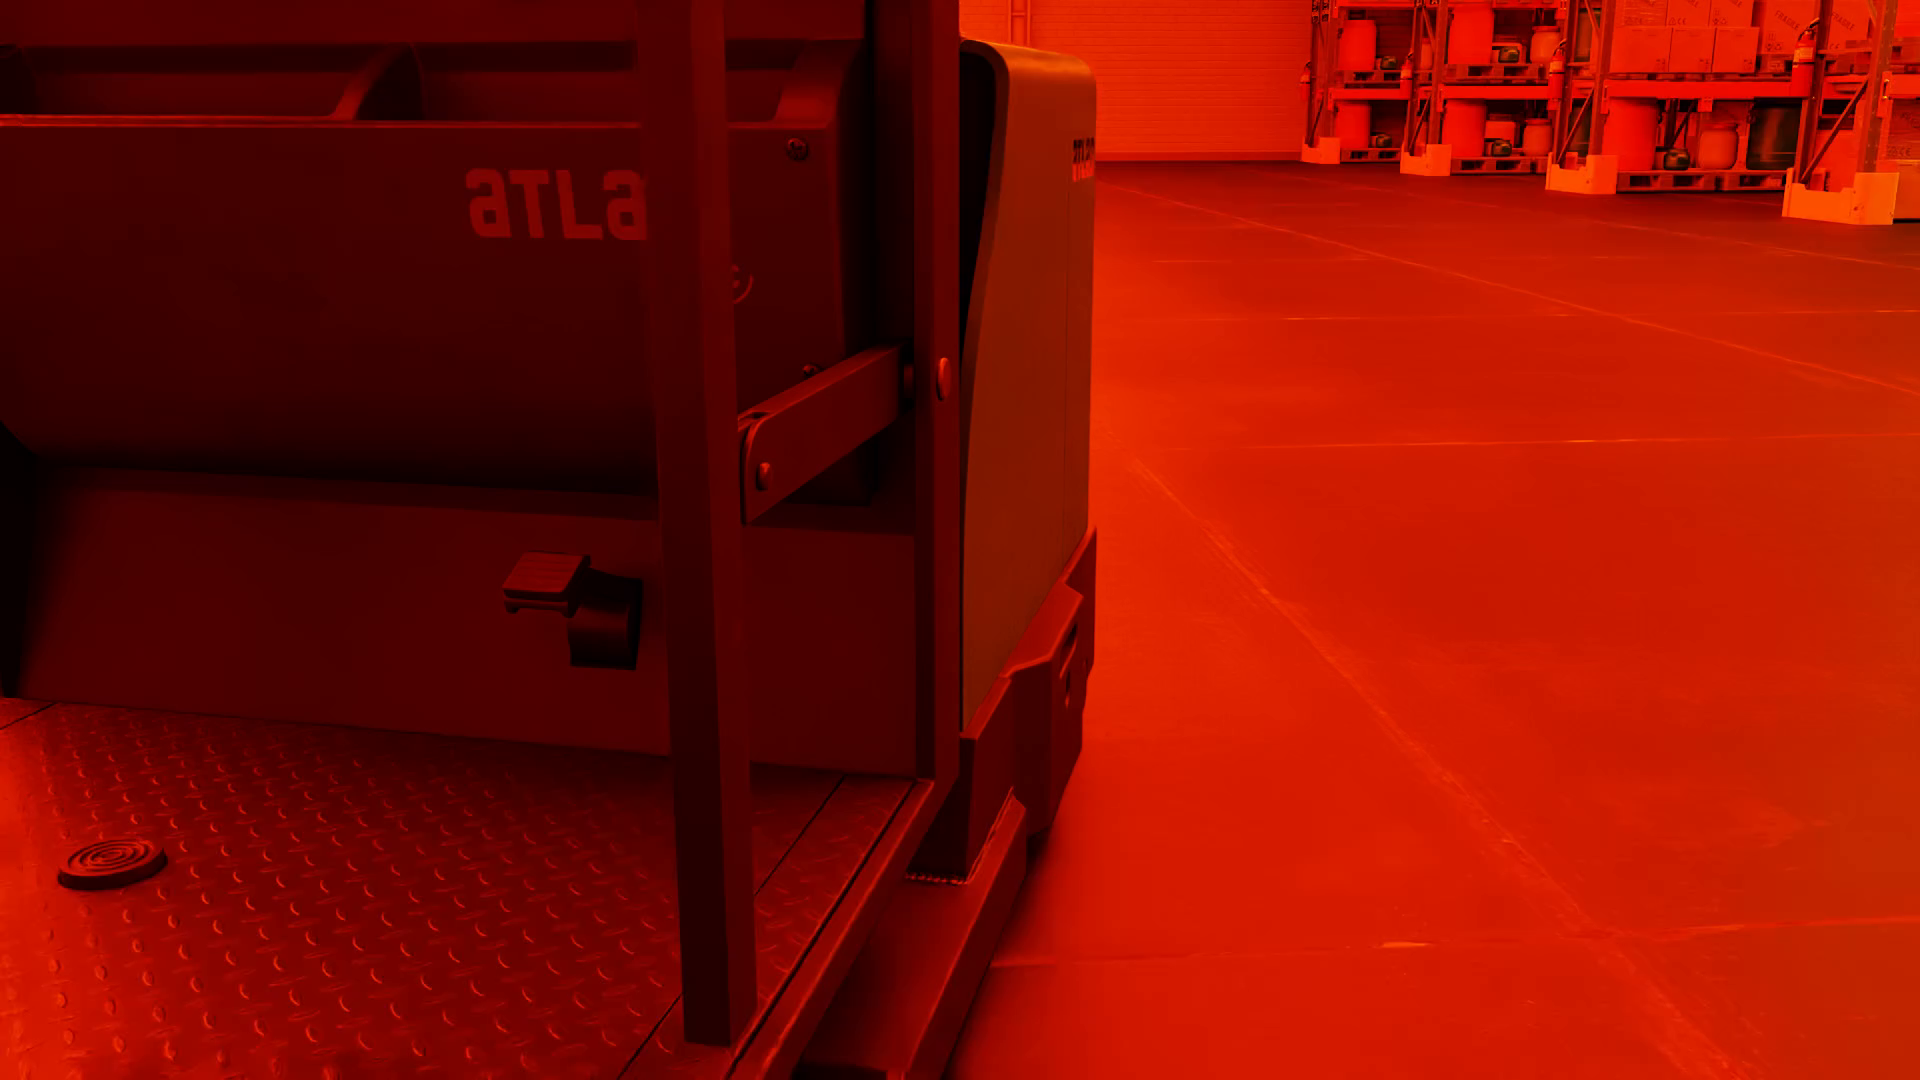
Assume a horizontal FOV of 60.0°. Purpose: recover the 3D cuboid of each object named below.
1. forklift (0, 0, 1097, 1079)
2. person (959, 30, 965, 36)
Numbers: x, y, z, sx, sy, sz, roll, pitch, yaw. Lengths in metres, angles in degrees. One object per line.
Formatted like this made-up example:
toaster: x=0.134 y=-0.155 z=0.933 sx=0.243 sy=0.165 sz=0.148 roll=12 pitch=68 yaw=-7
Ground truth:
forklift: x=-0.595 y=-0.814 z=1.266 sx=1.130 sy=2.935 sz=3.031 roll=3 pitch=15 yaw=12
person: x=-0.342 y=-0.673 z=3.727 sx=0.760 sy=1.395 sz=0.689 roll=-7 pitch=16 yaw=-25
